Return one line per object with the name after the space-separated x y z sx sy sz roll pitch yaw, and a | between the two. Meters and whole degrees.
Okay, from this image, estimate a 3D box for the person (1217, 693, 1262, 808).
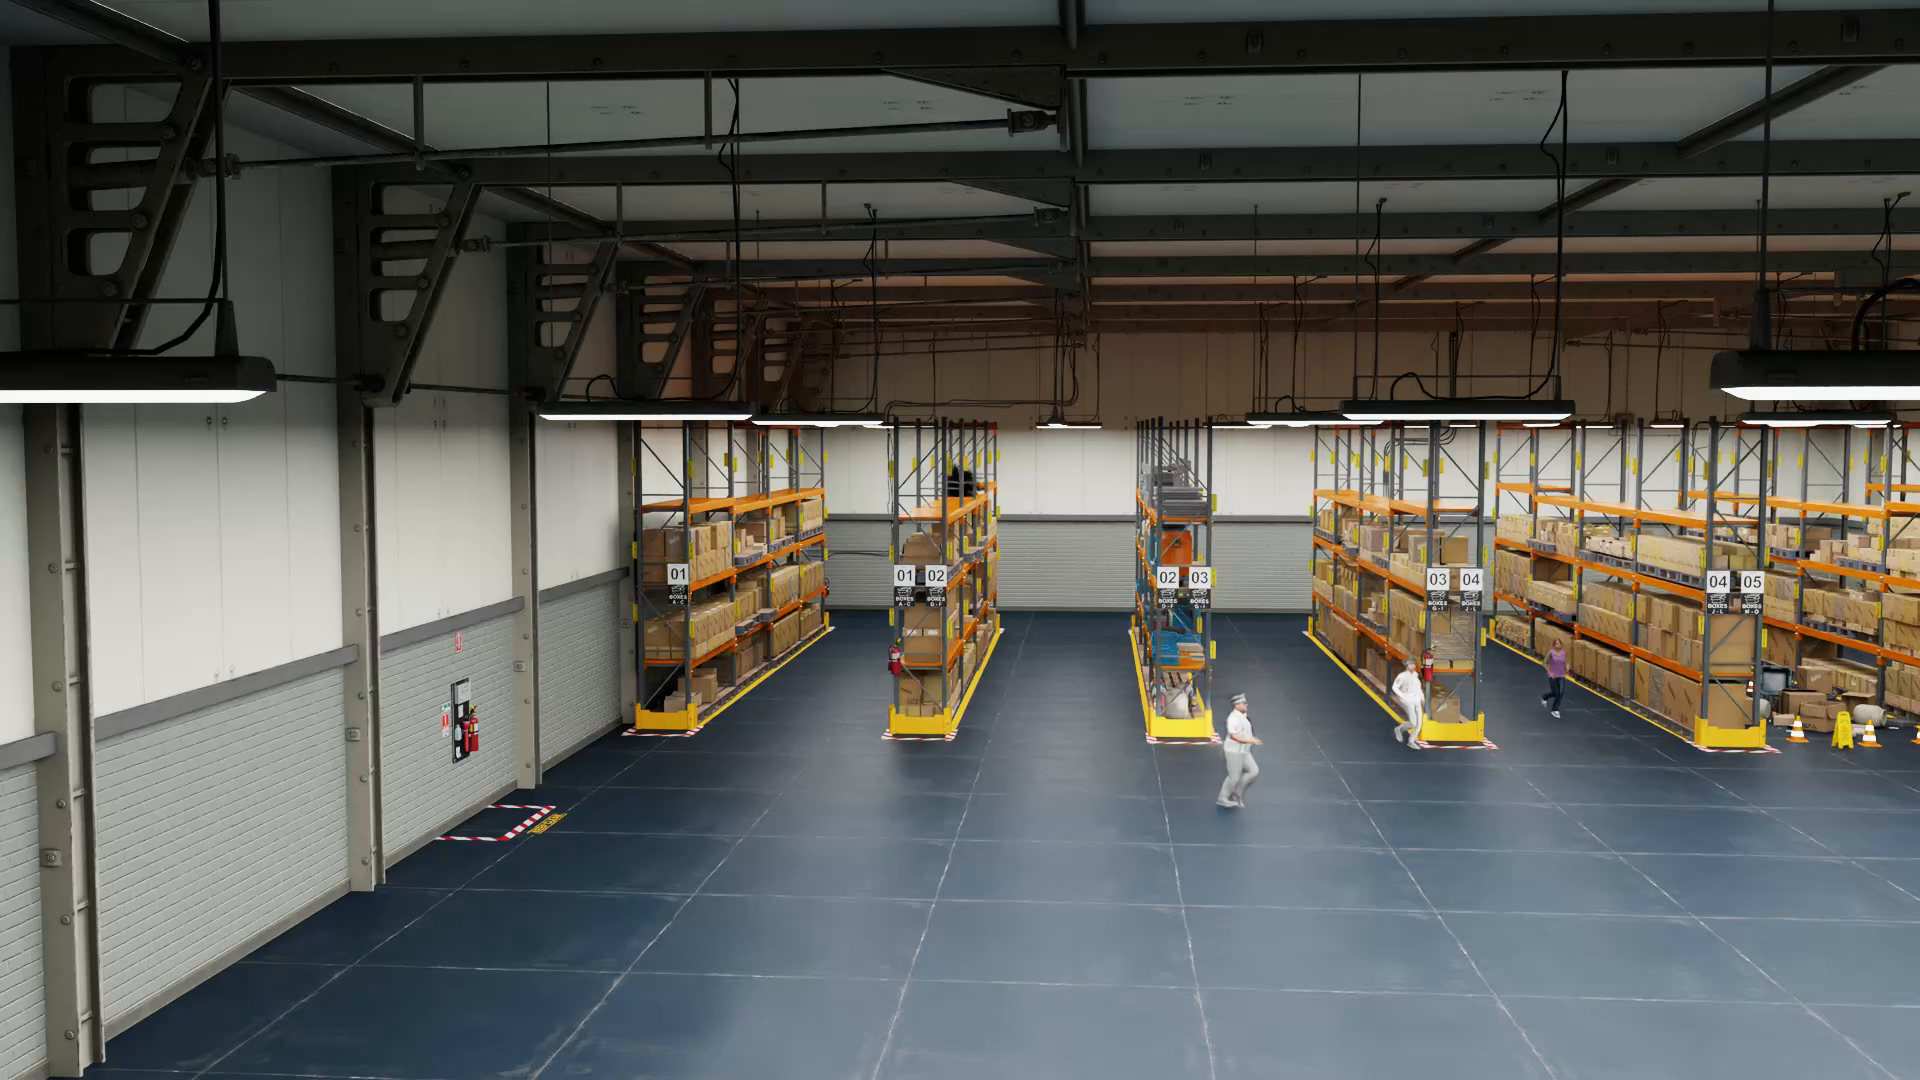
4.256 3.213 25.169 0.702 1.813 0.693 2 4 29 | person

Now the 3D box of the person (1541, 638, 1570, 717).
12.027 2.763 33.553 0.534 1.574 0.591 0 4 -4 | person

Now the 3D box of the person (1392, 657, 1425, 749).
8.137 2.939 30.154 0.632 1.671 0.517 -2 4 -30 | person
